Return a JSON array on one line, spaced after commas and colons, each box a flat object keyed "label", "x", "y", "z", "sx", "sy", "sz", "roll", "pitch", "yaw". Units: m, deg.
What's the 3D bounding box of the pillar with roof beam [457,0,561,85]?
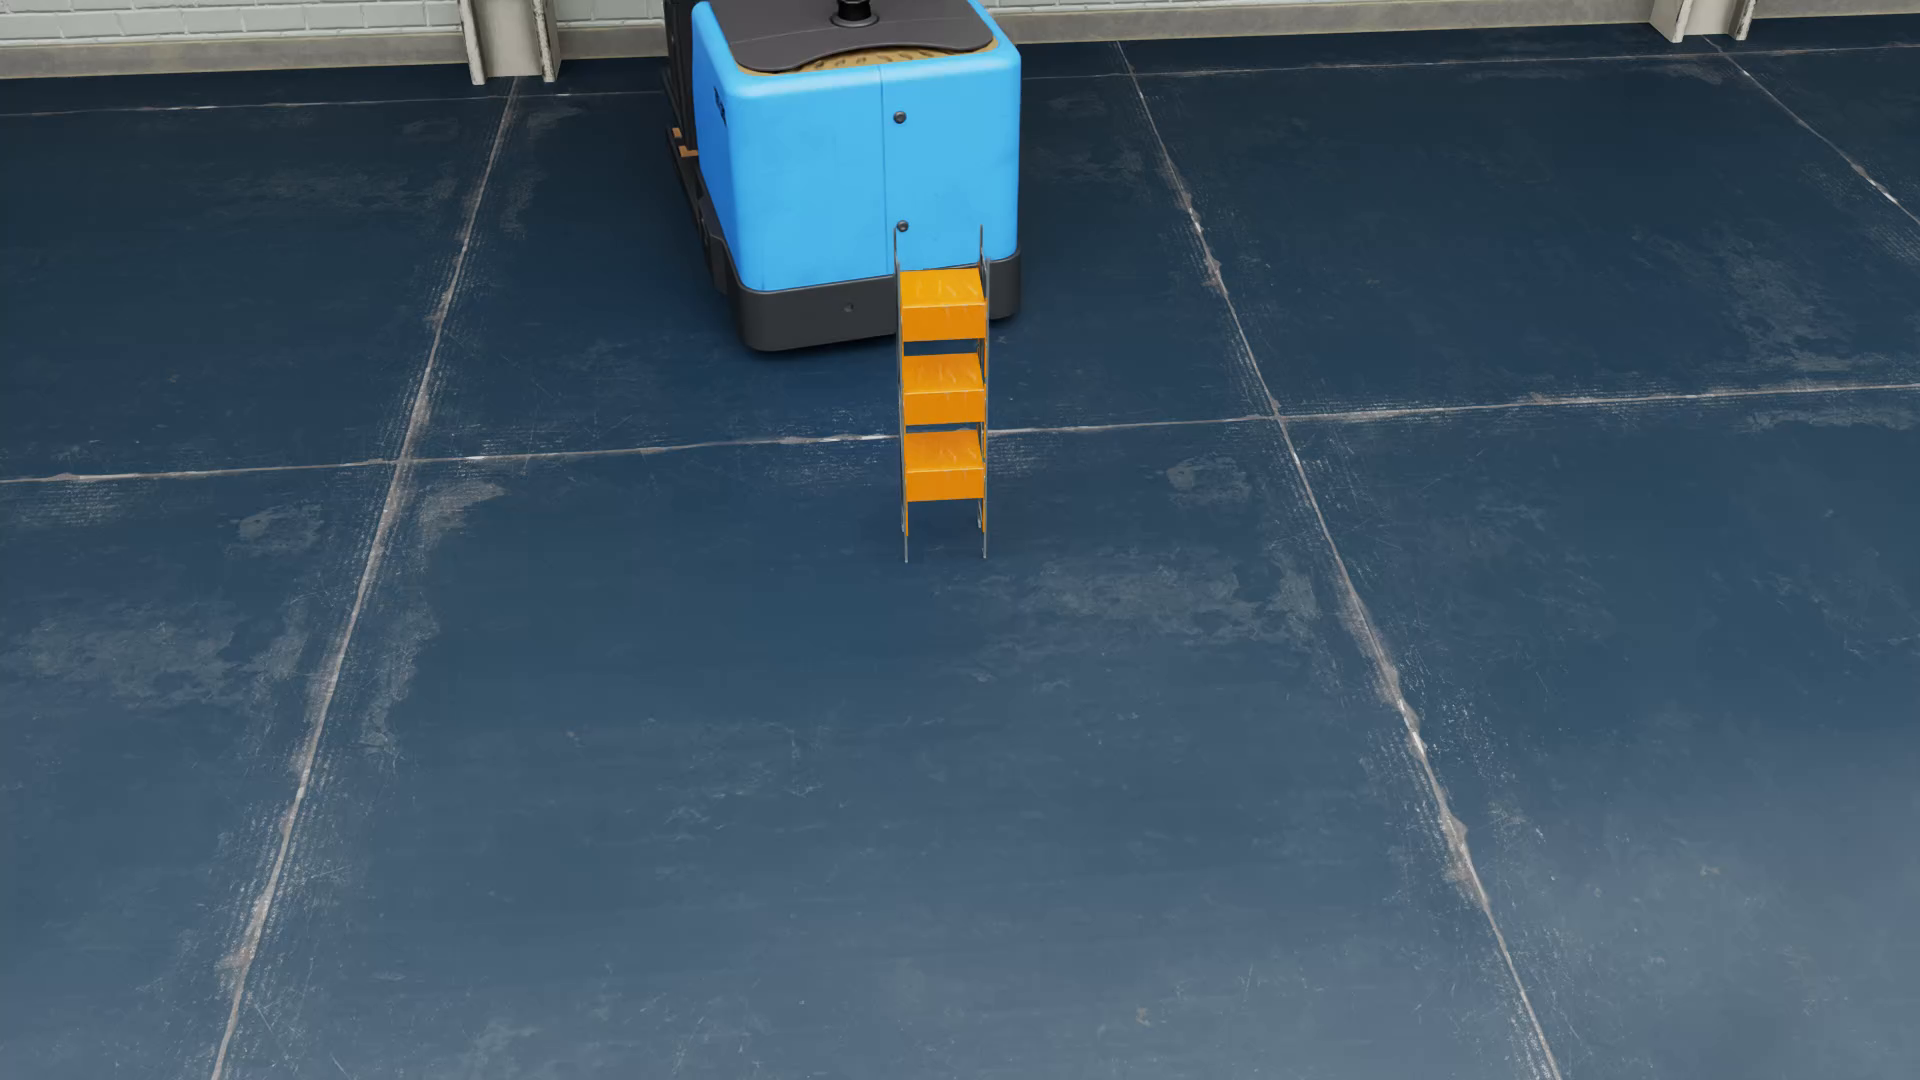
[{"label": "pillar with roof beam", "x": -1.792, "y": -3.185, "z": 2.021, "sx": 0.400, "sy": 9.000, "sz": 9.100, "roll": -3, "pitch": 38, "yaw": -4}]

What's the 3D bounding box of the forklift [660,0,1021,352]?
[{"label": "forklift", "x": -0.668, "y": -2.748, "z": 6.367, "sx": 1.130, "sy": 2.935, "sz": 3.031, "roll": -10, "pitch": 39, "yaw": -12}]

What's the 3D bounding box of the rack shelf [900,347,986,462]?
[{"label": "rack shelf", "x": -0.053, "y": -0.401, "z": 4.928, "sx": 0.240, "sy": 0.259, "sz": 0.215, "roll": -3, "pitch": 38, "yaw": -4}]

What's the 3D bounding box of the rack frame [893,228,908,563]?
[{"label": "rack frame", "x": -0.175, "y": -0.403, "z": 4.913, "sx": 0.008, "sy": 1.050, "sz": 0.200, "roll": -3, "pitch": 38, "yaw": -4}]

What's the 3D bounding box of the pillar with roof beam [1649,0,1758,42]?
[{"label": "pillar with roof beam", "x": 4.184, "y": -3.514, "z": 2.439, "sx": 0.400, "sy": 9.000, "sz": 9.100, "roll": -3, "pitch": 38, "yaw": -4}]

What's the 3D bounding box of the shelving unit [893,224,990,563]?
[{"label": "shelving unit", "x": -0.053, "y": -0.409, "z": 4.921, "sx": 0.252, "sy": 1.050, "sz": 0.215, "roll": -3, "pitch": 38, "yaw": -4}]

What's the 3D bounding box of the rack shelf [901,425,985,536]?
[{"label": "rack shelf", "x": -0.053, "y": -0.183, "z": 5.100, "sx": 0.240, "sy": 0.259, "sz": 0.215, "roll": -3, "pitch": 38, "yaw": -4}]

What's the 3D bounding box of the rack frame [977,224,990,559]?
[{"label": "rack frame", "x": 0.068, "y": -0.416, "z": 4.930, "sx": 0.008, "sy": 1.050, "sz": 0.200, "roll": -3, "pitch": 38, "yaw": -4}]

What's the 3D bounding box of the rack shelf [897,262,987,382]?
[{"label": "rack shelf", "x": -0.053, "y": -0.624, "z": 4.752, "sx": 0.240, "sy": 0.259, "sz": 0.215, "roll": -3, "pitch": 38, "yaw": -4}]
